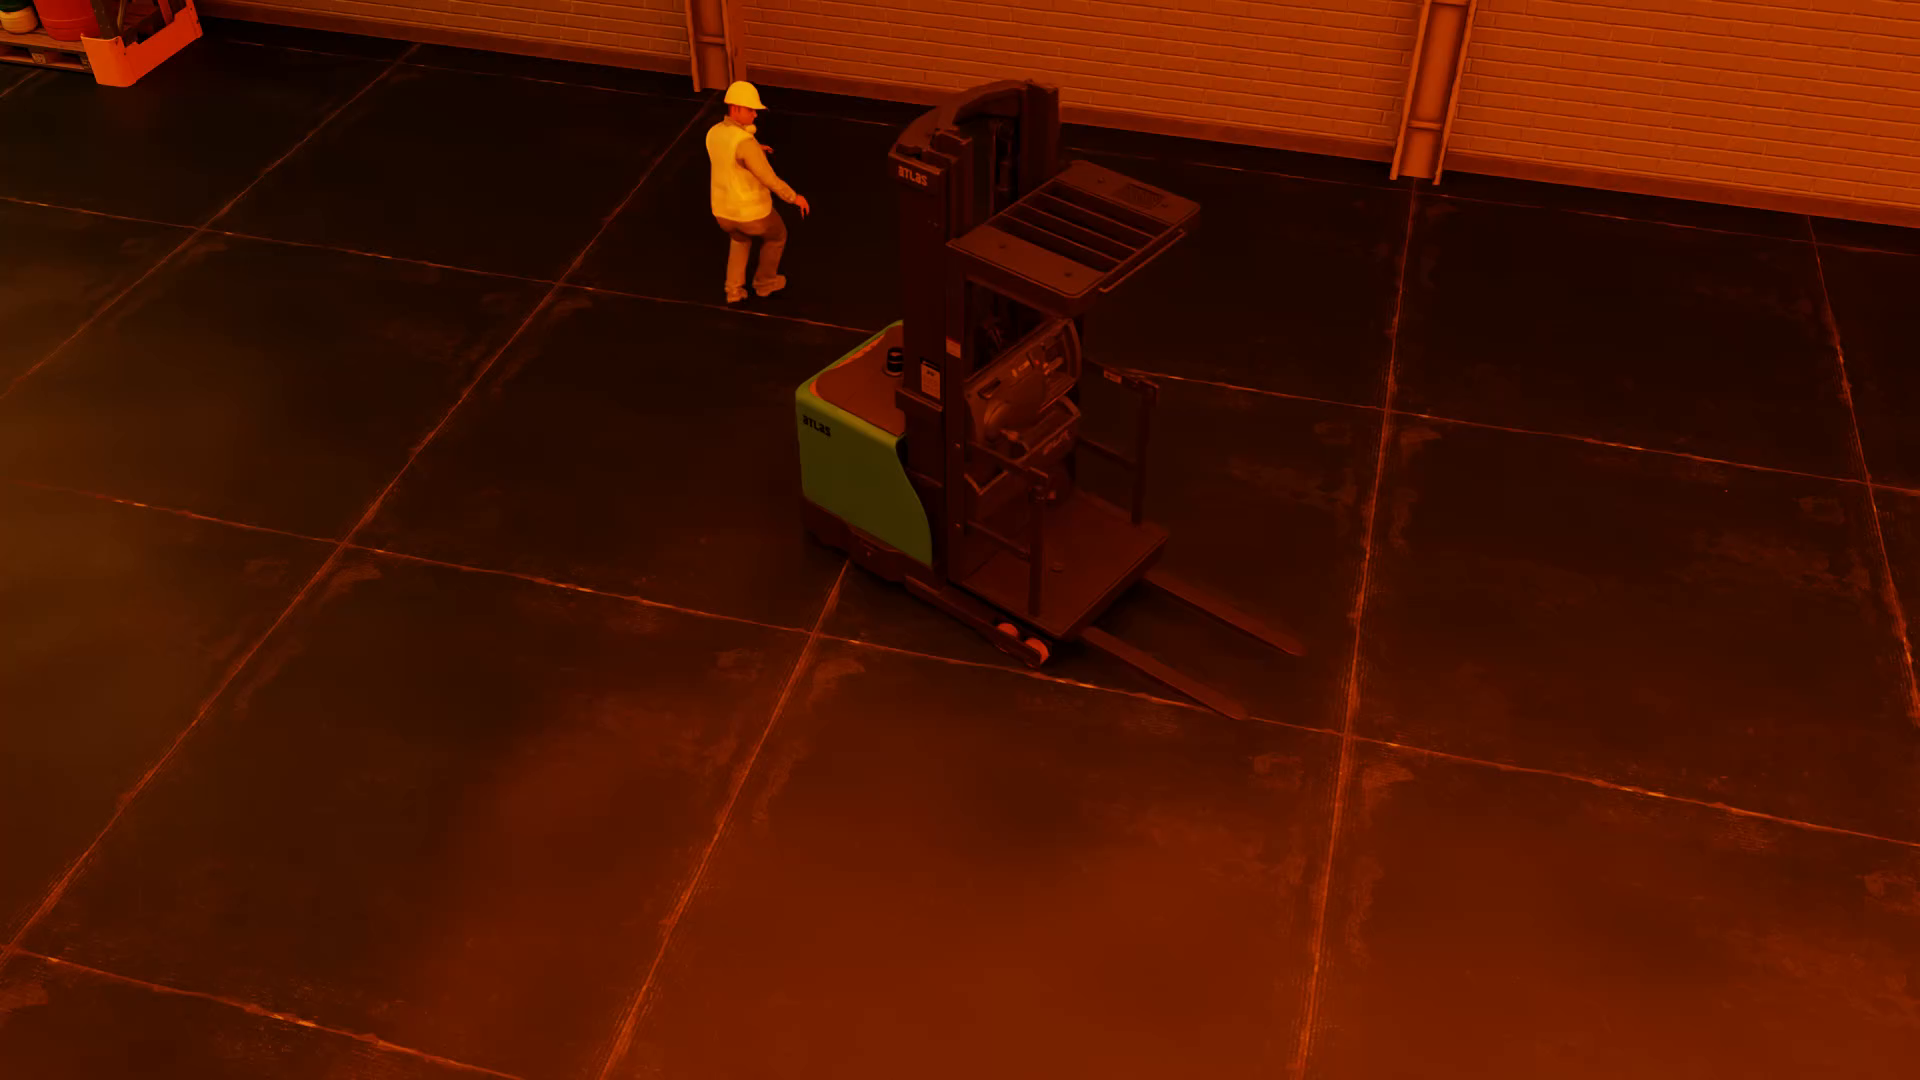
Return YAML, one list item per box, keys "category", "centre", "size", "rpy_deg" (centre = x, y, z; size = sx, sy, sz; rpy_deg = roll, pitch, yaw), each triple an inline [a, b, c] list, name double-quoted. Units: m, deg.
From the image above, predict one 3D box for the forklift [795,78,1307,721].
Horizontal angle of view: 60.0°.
- category: "forklift"
  centre: [0.508, -0.789, 8.762]
  size: [3.031, 2.935, 1.130]
  rpy_deg: [28, 48, 28]

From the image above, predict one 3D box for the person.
- category: "person"
  centre: [-1.390, -2.409, 11.581]
  size: [0.835, 1.651, 0.782]
  rpy_deg: [23, 46, 24]
